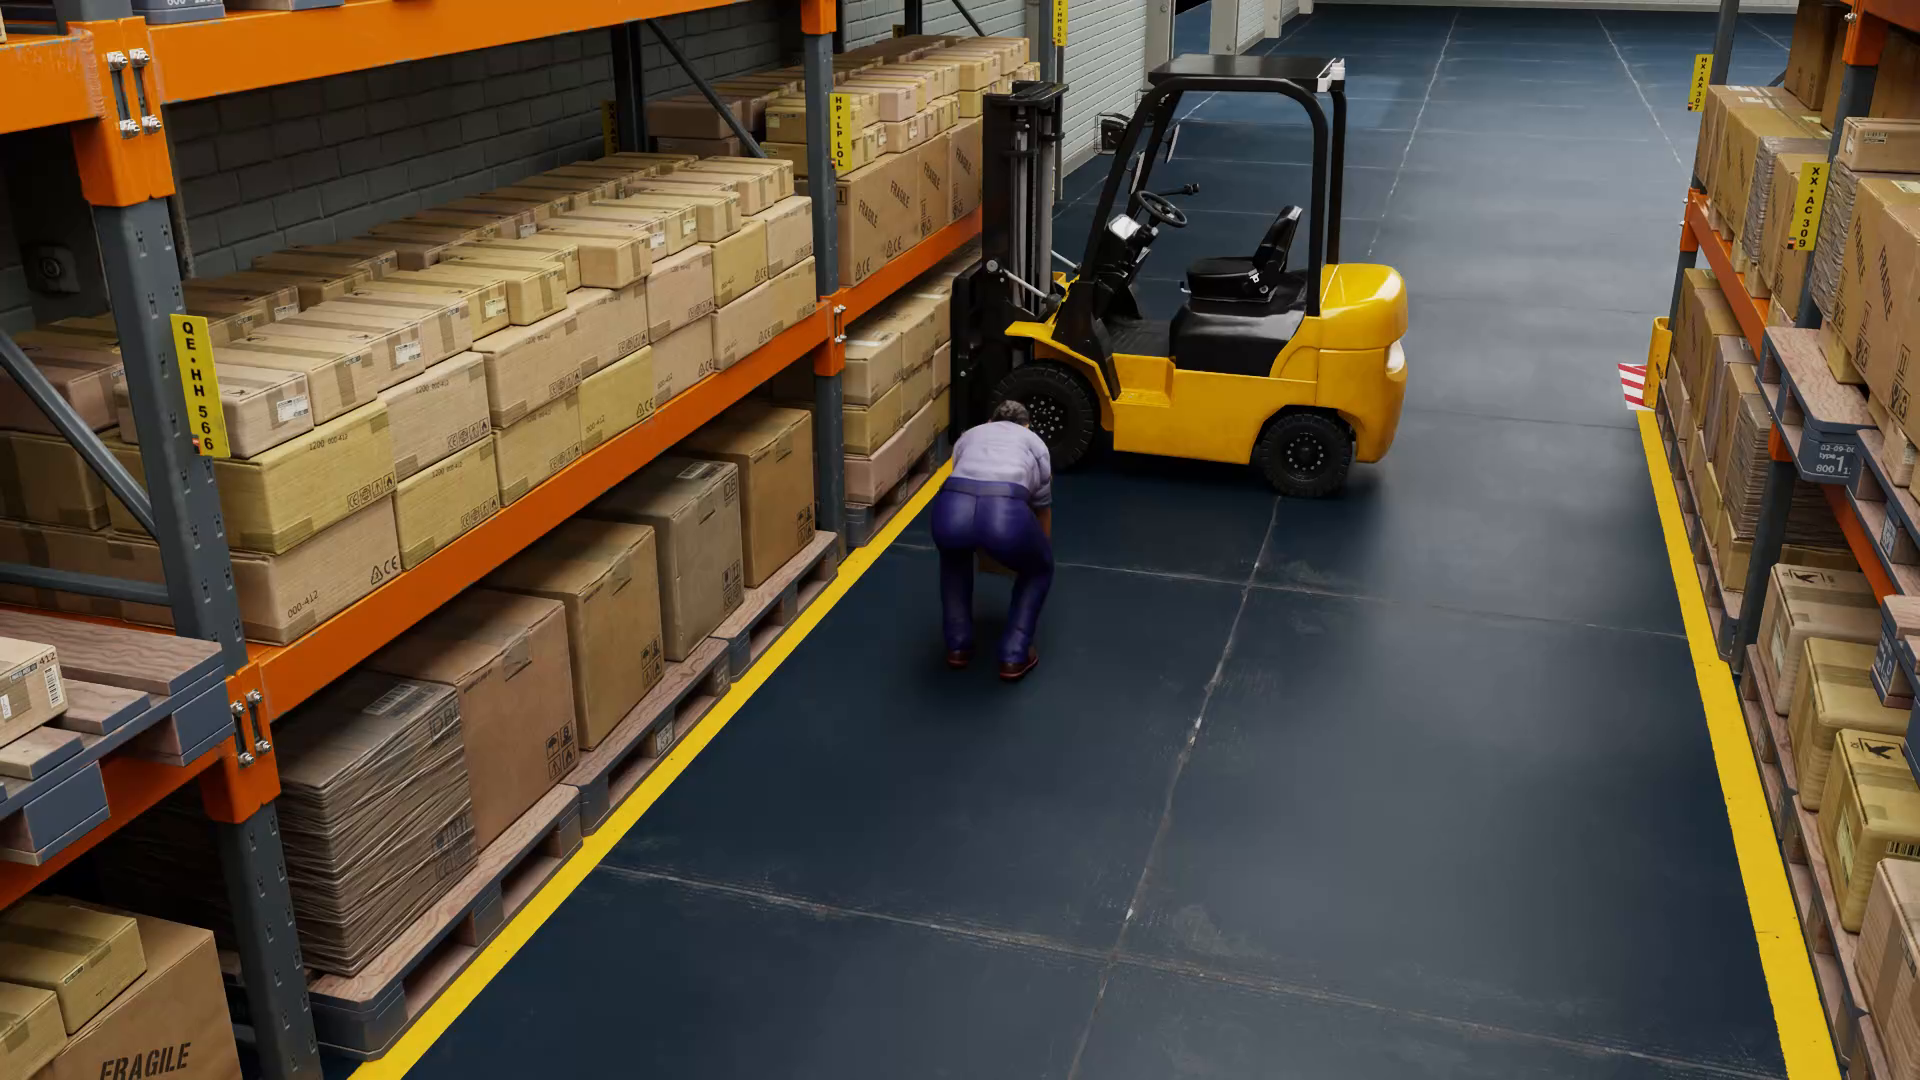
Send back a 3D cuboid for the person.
[{"bbox_3d":[0.155,-0.001,6.959,0.501,1.015,0.892,5,23,13],"label":"person"}]
